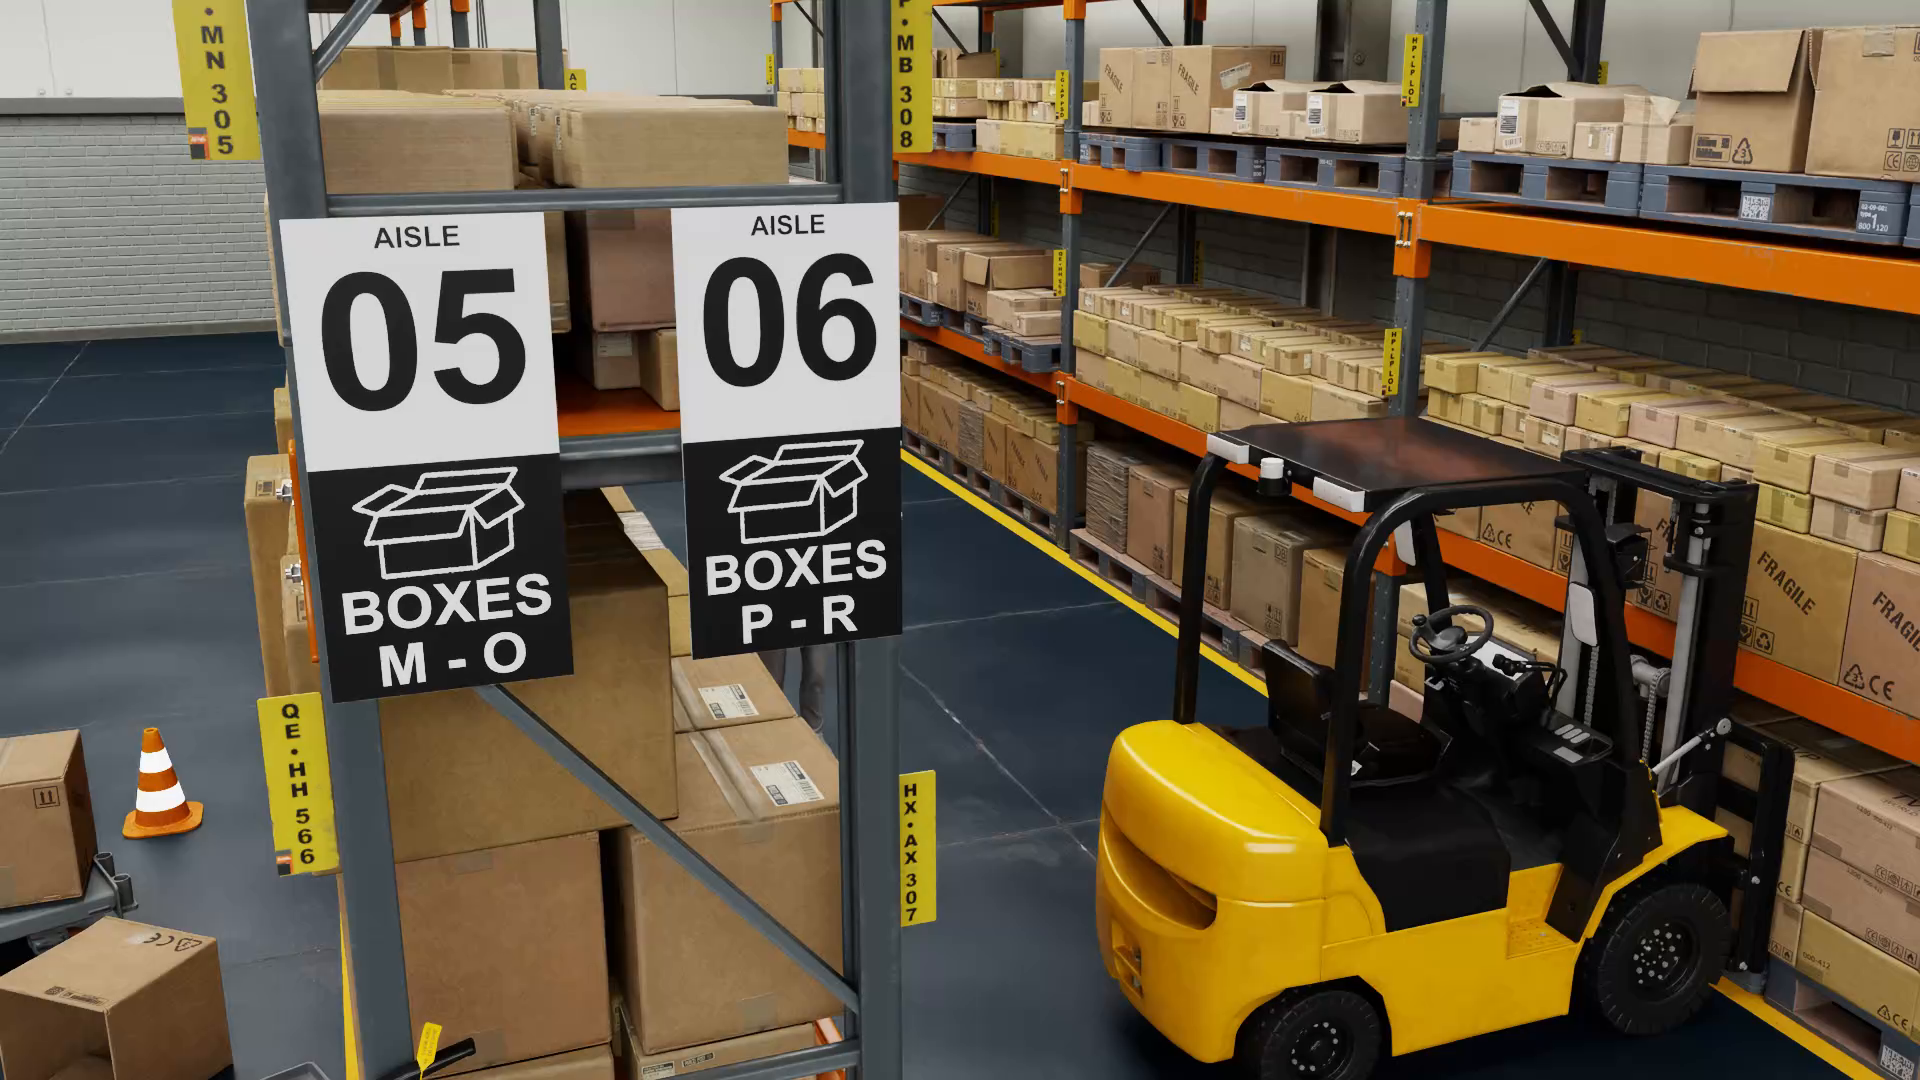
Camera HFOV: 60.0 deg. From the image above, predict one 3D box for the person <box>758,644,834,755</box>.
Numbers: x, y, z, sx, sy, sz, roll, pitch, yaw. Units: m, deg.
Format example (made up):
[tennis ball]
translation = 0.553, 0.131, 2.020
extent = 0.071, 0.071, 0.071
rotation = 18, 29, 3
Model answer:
[person]
translation = -0.835, 0.325, 8.332
extent = 0.459, 1.686, 0.551
rotation = -6, 17, -19
